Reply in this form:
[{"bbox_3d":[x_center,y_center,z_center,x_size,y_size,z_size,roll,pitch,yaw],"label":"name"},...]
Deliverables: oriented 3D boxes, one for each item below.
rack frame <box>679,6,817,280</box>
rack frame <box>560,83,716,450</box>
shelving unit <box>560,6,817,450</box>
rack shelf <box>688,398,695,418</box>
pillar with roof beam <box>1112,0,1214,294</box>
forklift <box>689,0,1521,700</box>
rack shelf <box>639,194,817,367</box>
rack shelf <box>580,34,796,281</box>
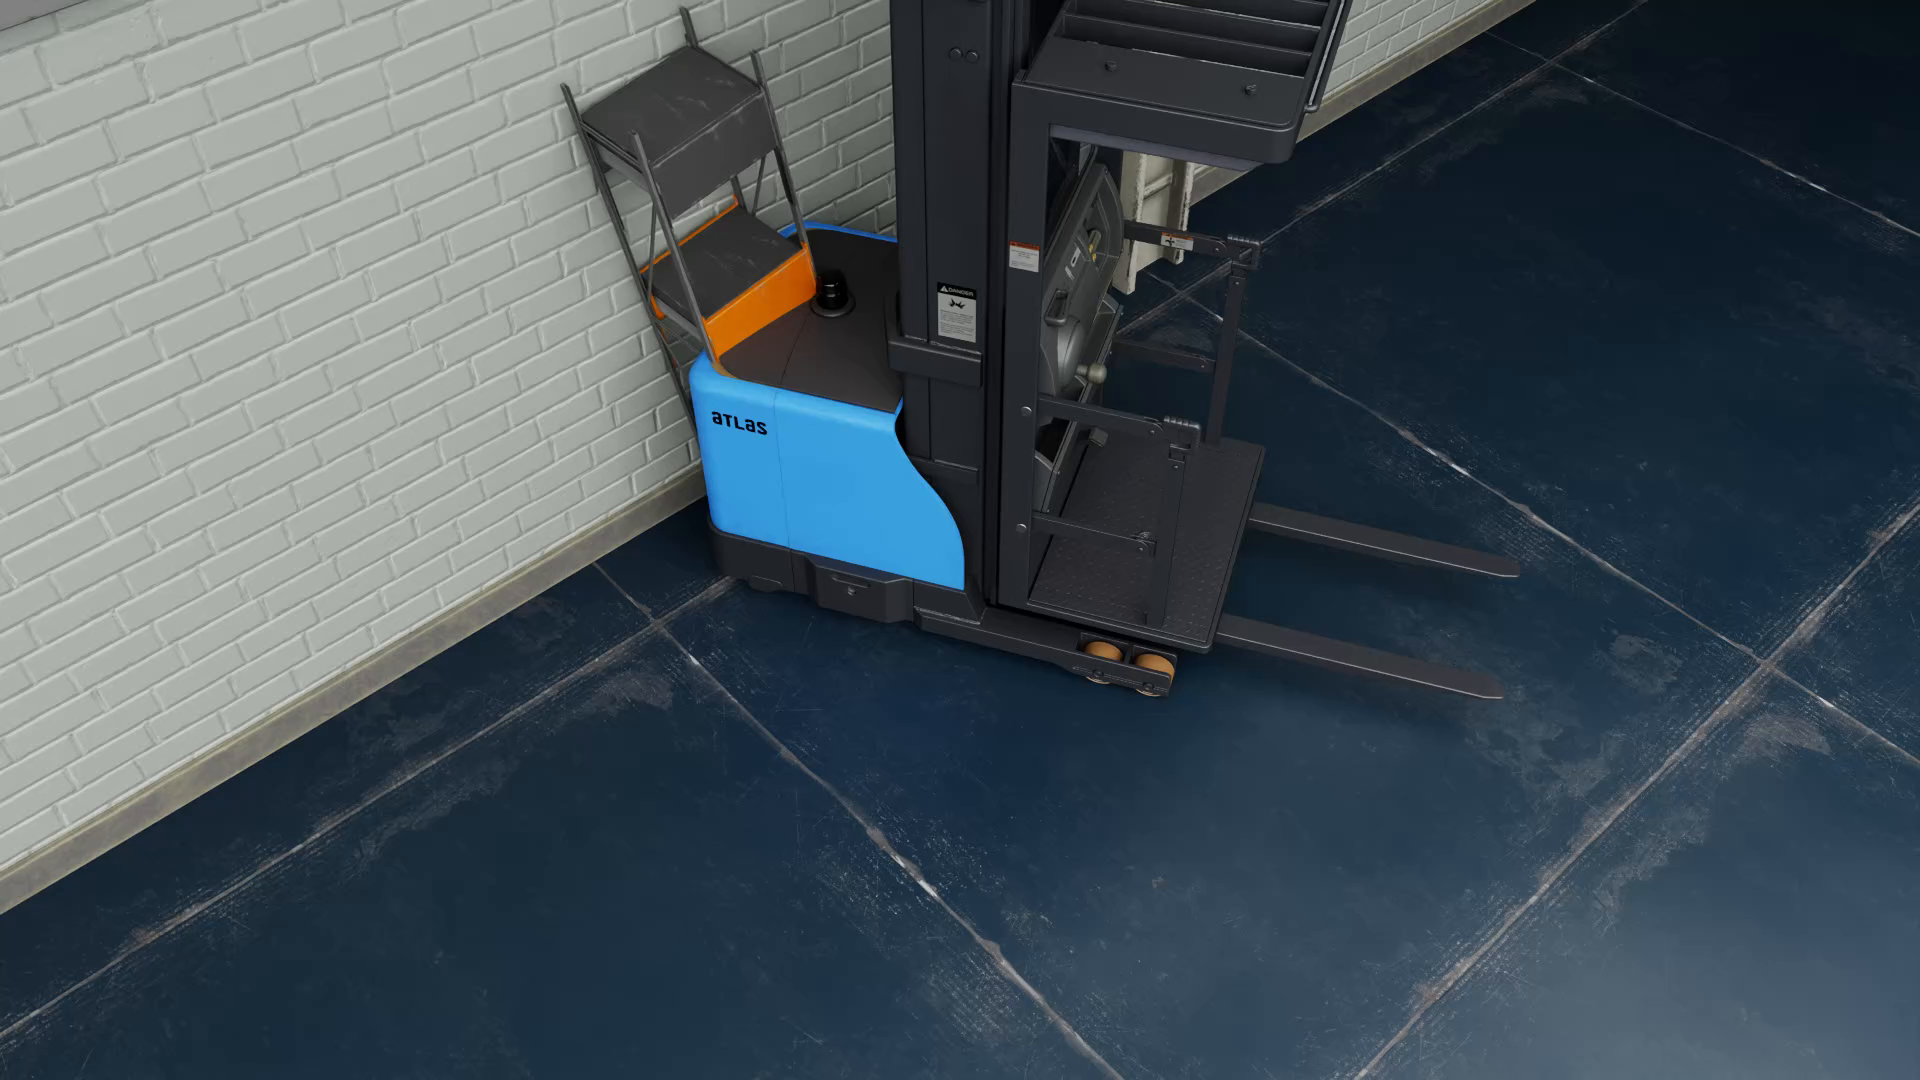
[{"bbox_3d":[-0.650,-1.014,6.165,0.015,2.100,0.400,-40,58,-20],"label":"rack frame"},{"bbox_3d":[-0.998,-0.716,5.996,0.015,2.100,0.400,-40,58,-20],"label":"rack frame"},{"bbox_3d":[-0.824,-0.865,6.081,0.503,2.100,0.431,-40,58,-20],"label":"shelving unit"},{"bbox_3d":[-0.740,-0.443,6.650,0.480,0.518,0.431,-40,58,-20],"label":"rack shelf"},{"bbox_3d":[3.723,-2.043,2.512,0.400,9.000,9.100,-34,56,-27],"label":"pillar with roof beam"},{"bbox_3d":[0.600,-0.852,5.542,3.031,2.935,1.130,13,49,12],"label":"forklift"},{"bbox_3d":[-0.823,-0.857,6.092,0.480,0.518,0.431,-40,58,-20],"label":"rack shelf"},{"bbox_3d":[-0.906,-1.271,5.534,0.480,0.518,0.431,-40,58,-20],"label":"rack shelf"}]
